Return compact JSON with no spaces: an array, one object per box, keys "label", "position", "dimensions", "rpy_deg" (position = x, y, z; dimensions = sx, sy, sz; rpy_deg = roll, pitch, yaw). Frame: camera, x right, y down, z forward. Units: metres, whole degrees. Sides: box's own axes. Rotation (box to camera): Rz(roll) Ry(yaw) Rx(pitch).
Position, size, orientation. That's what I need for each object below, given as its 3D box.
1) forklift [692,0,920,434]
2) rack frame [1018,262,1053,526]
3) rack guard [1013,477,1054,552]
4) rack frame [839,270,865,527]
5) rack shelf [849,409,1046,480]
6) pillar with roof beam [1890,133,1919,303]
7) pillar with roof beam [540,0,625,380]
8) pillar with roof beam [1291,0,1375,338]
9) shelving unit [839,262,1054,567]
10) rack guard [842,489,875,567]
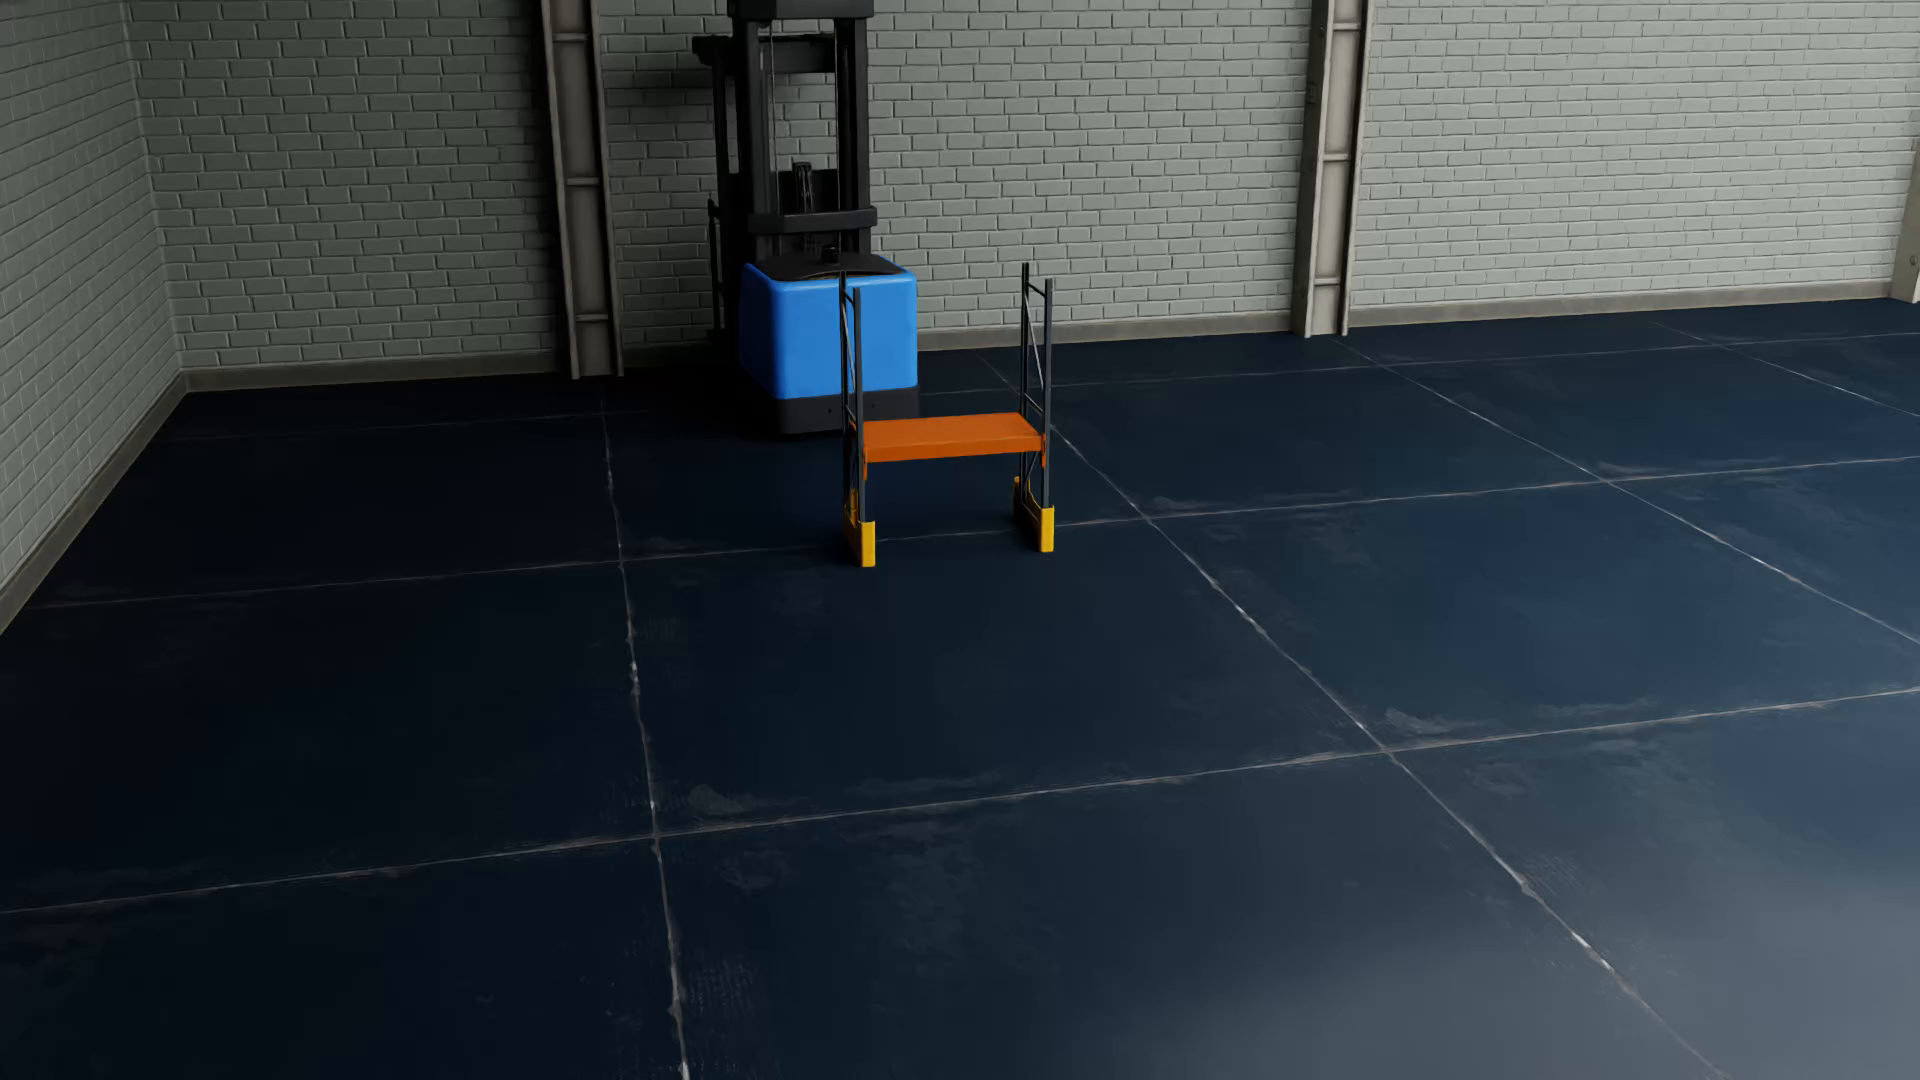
[{"label":"forklift","position":[-1.259,-2.548,12.008],"dimensions":[1.130,2.935,3.031],"rpy_deg":[-7,21,-19]},{"label":"rack frame","position":[0.412,-0.738,9.148],"dimensions":[0.032,1.500,0.500],"rpy_deg":[-5,21,-12]},{"label":"rack guard","position":[0.410,-0.151,9.363],"dimensions":[0.087,0.250,0.587],"rpy_deg":[-5,21,-12]},{"label":"rack frame","position":[-0.578,-0.657,8.928],"dimensions":[0.032,1.500,0.500],"rpy_deg":[-5,21,-12]},{"label":"rack shelf","position":[-0.083,-0.529,9.100],"dimensions":[1.000,0.185,0.538],"rpy_deg":[-5,21,-12]},{"label":"pillar with roof beam","position":[9.873,-5.021,9.940],"dimensions":[0.400,9.000,9.100],"rpy_deg":[-5,21,-12]},{"label":"pillar with roof beam","position":[-1.805,-4.072,7.347],"dimensions":[0.400,9.000,9.100],"rpy_deg":[-5,21,-12]},{"label":"pillar with roof beam","position":[4.034,-4.547,8.643],"dimensions":[0.400,9.000,9.100],"rpy_deg":[-5,21,-12]},{"label":"shelving unit","position":[-0.074,-0.698,9.040],"dimensions":[1.083,1.500,0.587],"rpy_deg":[-5,21,-12]},{"label":"rack guard","position":[-0.559,-0.072,9.148],"dimensions":[0.087,0.250,0.587],"rpy_deg":[-5,21,-12]}]
